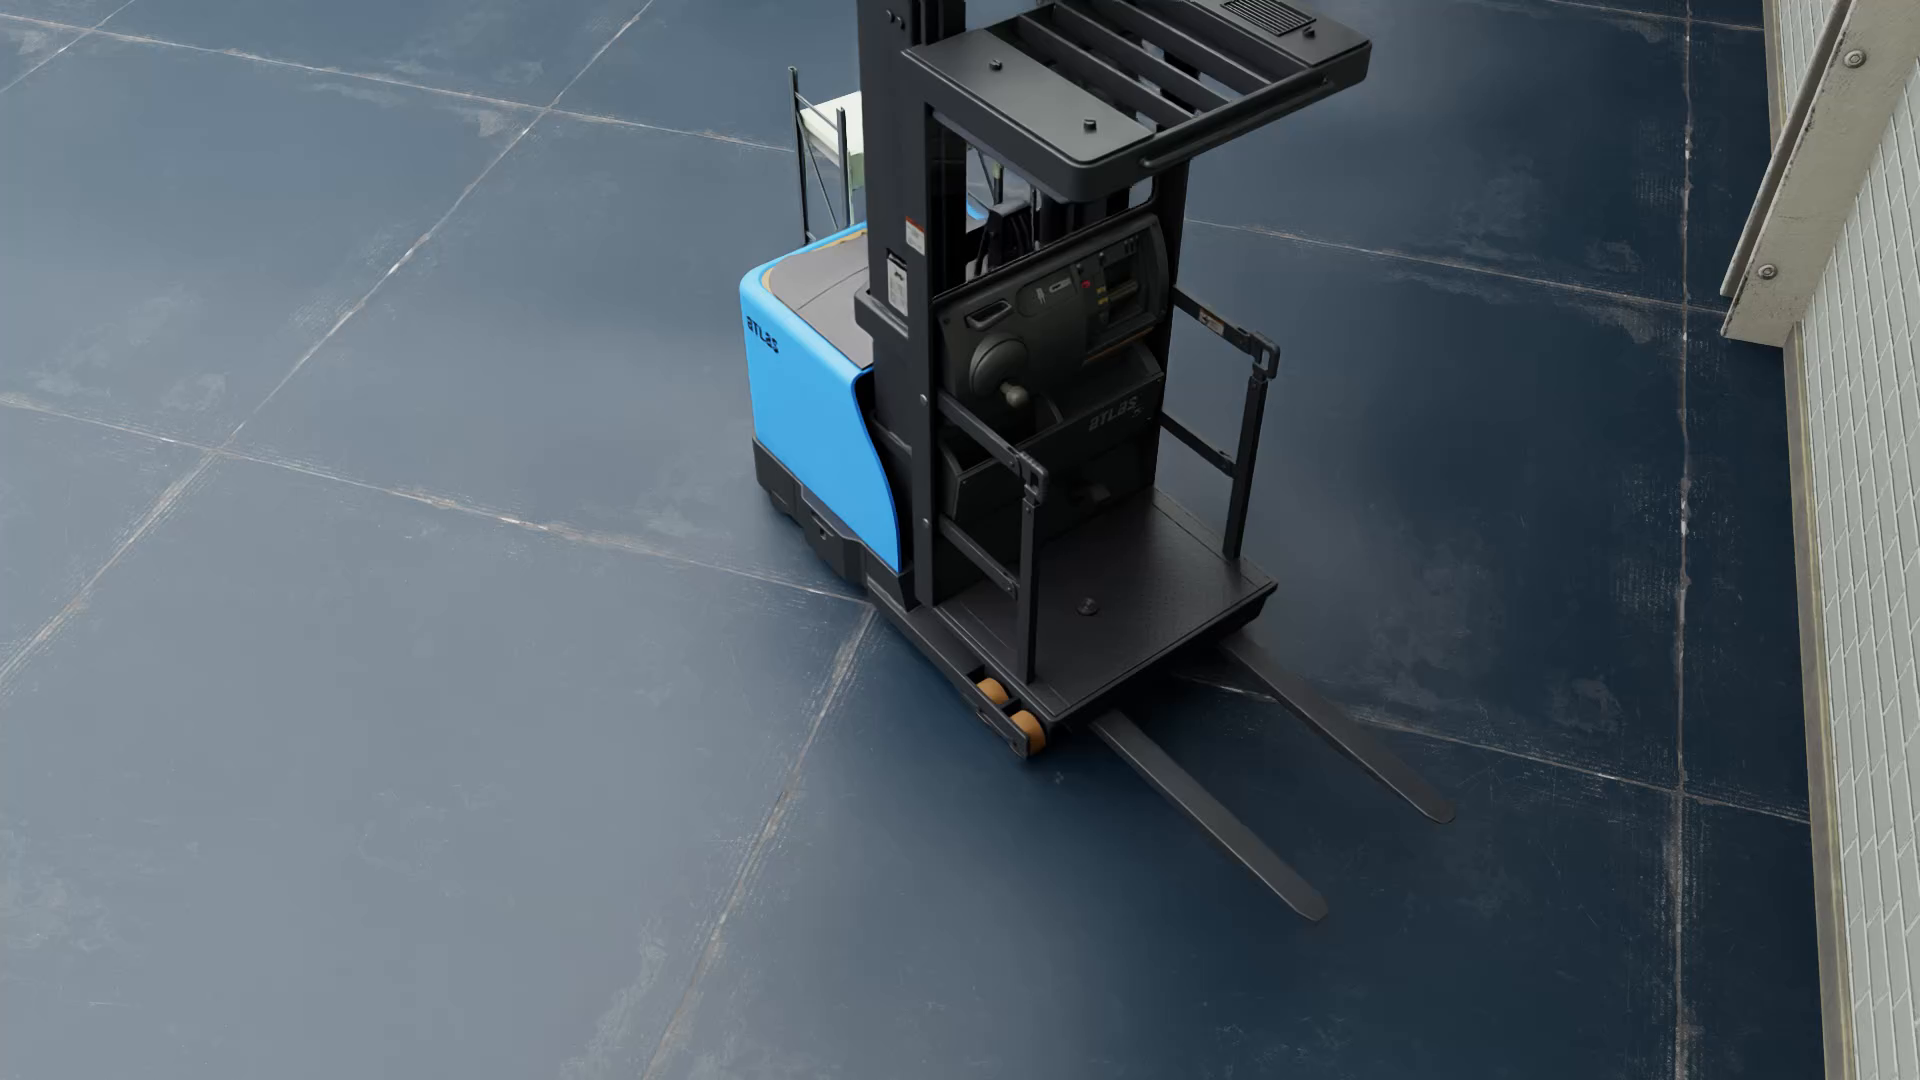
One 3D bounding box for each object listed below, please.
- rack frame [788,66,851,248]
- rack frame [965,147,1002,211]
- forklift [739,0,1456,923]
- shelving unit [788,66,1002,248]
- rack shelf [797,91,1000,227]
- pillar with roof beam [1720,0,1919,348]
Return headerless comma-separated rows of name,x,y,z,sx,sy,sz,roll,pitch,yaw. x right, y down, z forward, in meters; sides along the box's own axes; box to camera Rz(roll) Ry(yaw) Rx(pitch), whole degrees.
rack frame,-0.551,-1.195,6.899,0.023,1.500,0.400,-25,50,-24
rack frame,0.056,-1.481,7.192,0.023,1.500,0.400,-25,50,-24
forklift,0.452,-0.669,5.338,1.130,2.935,3.031,-28,51,-26
shelving unit,-0.248,-1.338,7.045,0.755,1.500,0.431,-25,50,-24
rack shelf,-0.248,-1.617,6.772,0.720,0.370,0.431,-25,50,-24
pillar with roof beam,-0.365,-5.172,5.601,9.100,9.000,0.400,13,46,13
